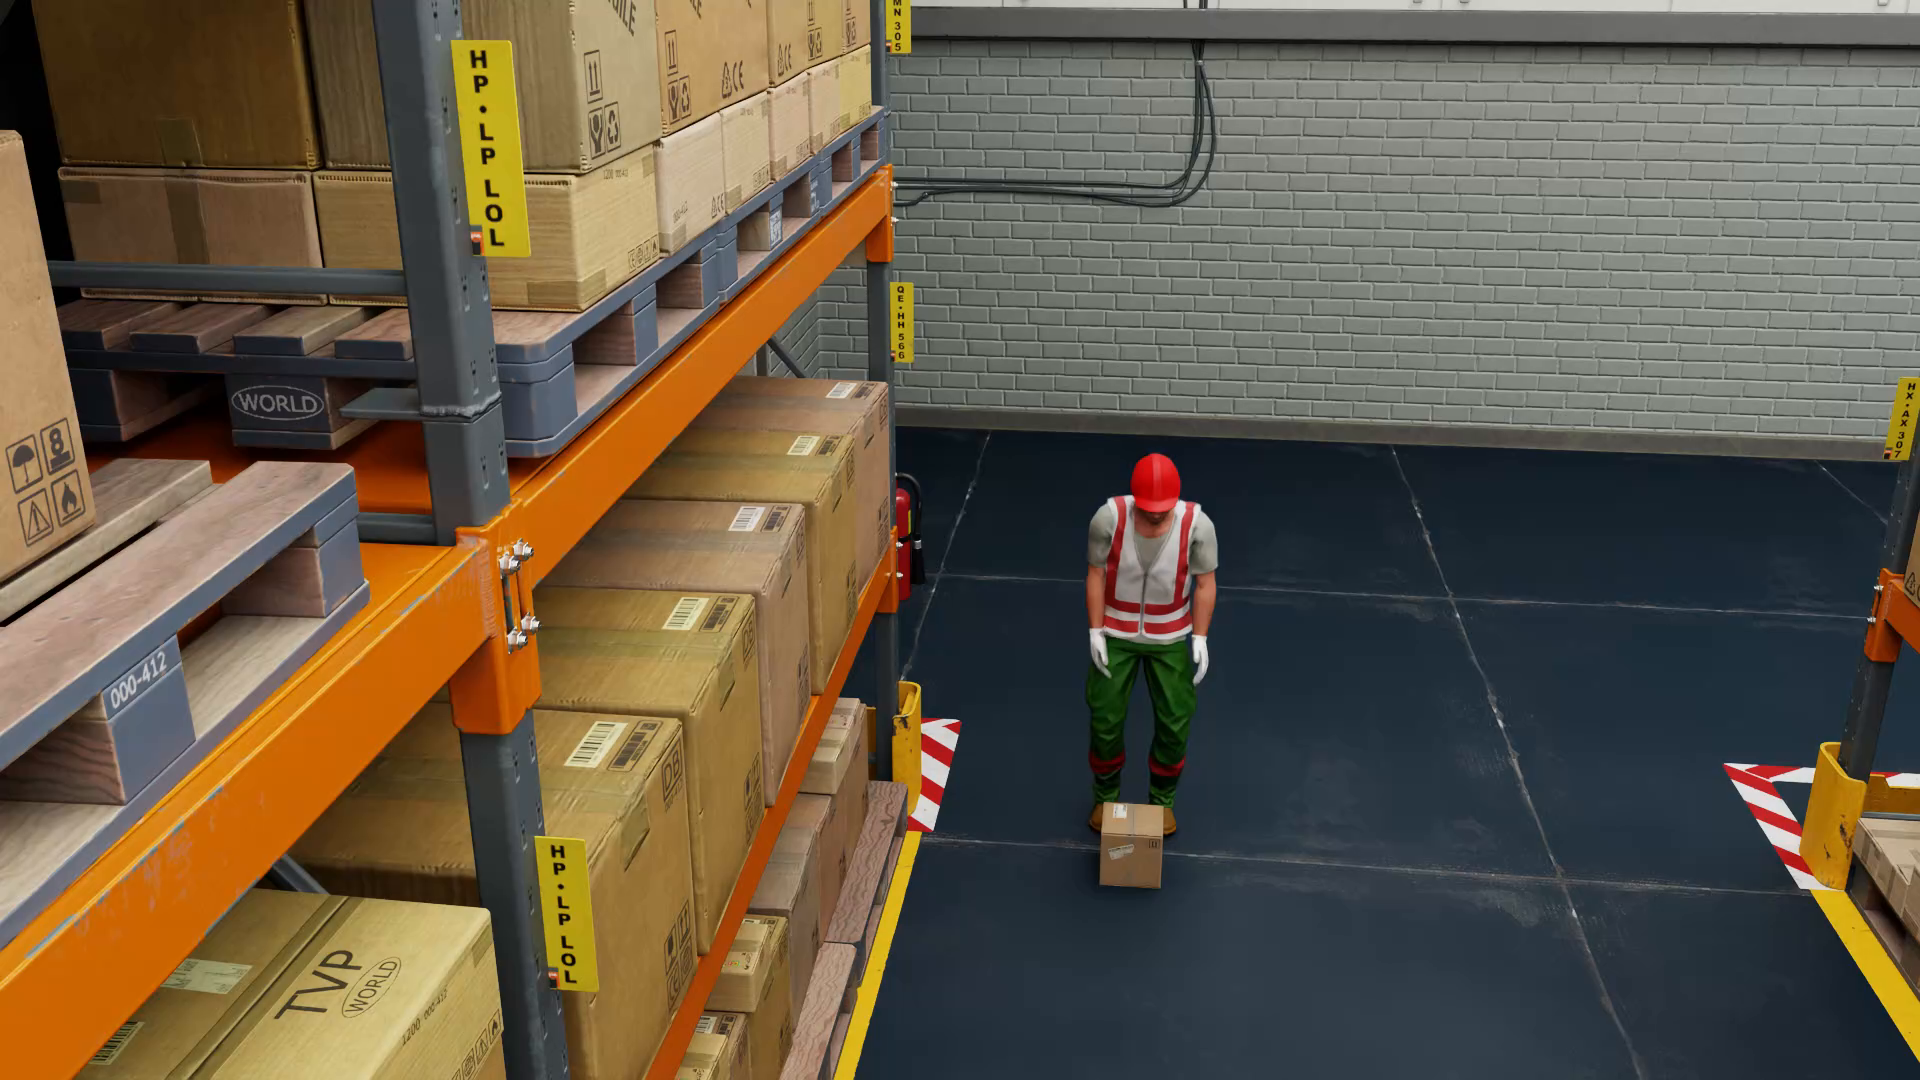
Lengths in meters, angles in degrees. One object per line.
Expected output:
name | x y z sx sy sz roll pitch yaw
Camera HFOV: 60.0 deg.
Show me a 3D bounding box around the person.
person | 0.794 0.431 7.016 0.547 1.724 0.477 3 21 8
